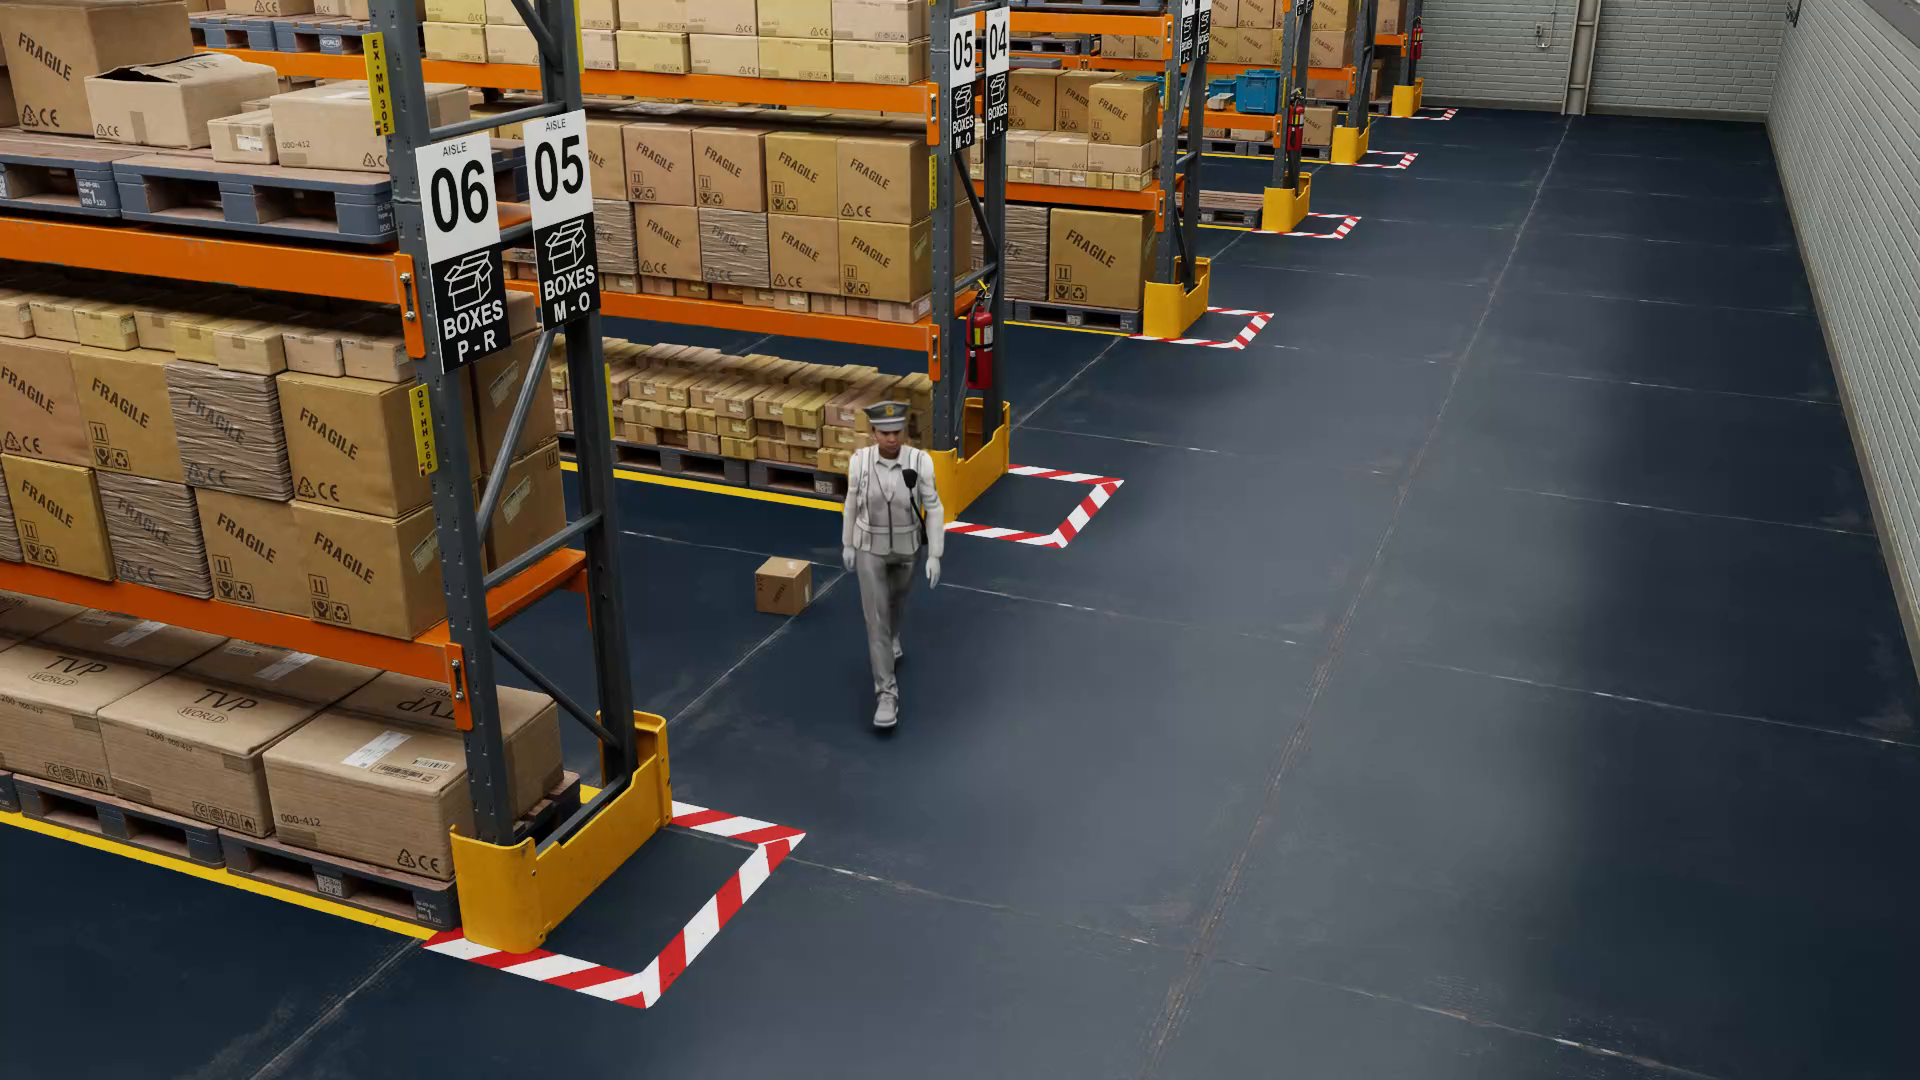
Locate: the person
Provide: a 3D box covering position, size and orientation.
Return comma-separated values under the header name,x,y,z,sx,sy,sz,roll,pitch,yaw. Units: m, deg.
name,x,y,z,sx,sy,sz,roll,pitch,yaw
person,-0.336,0.035,8.489,0.509,1.618,1.033,-3,23,-8
